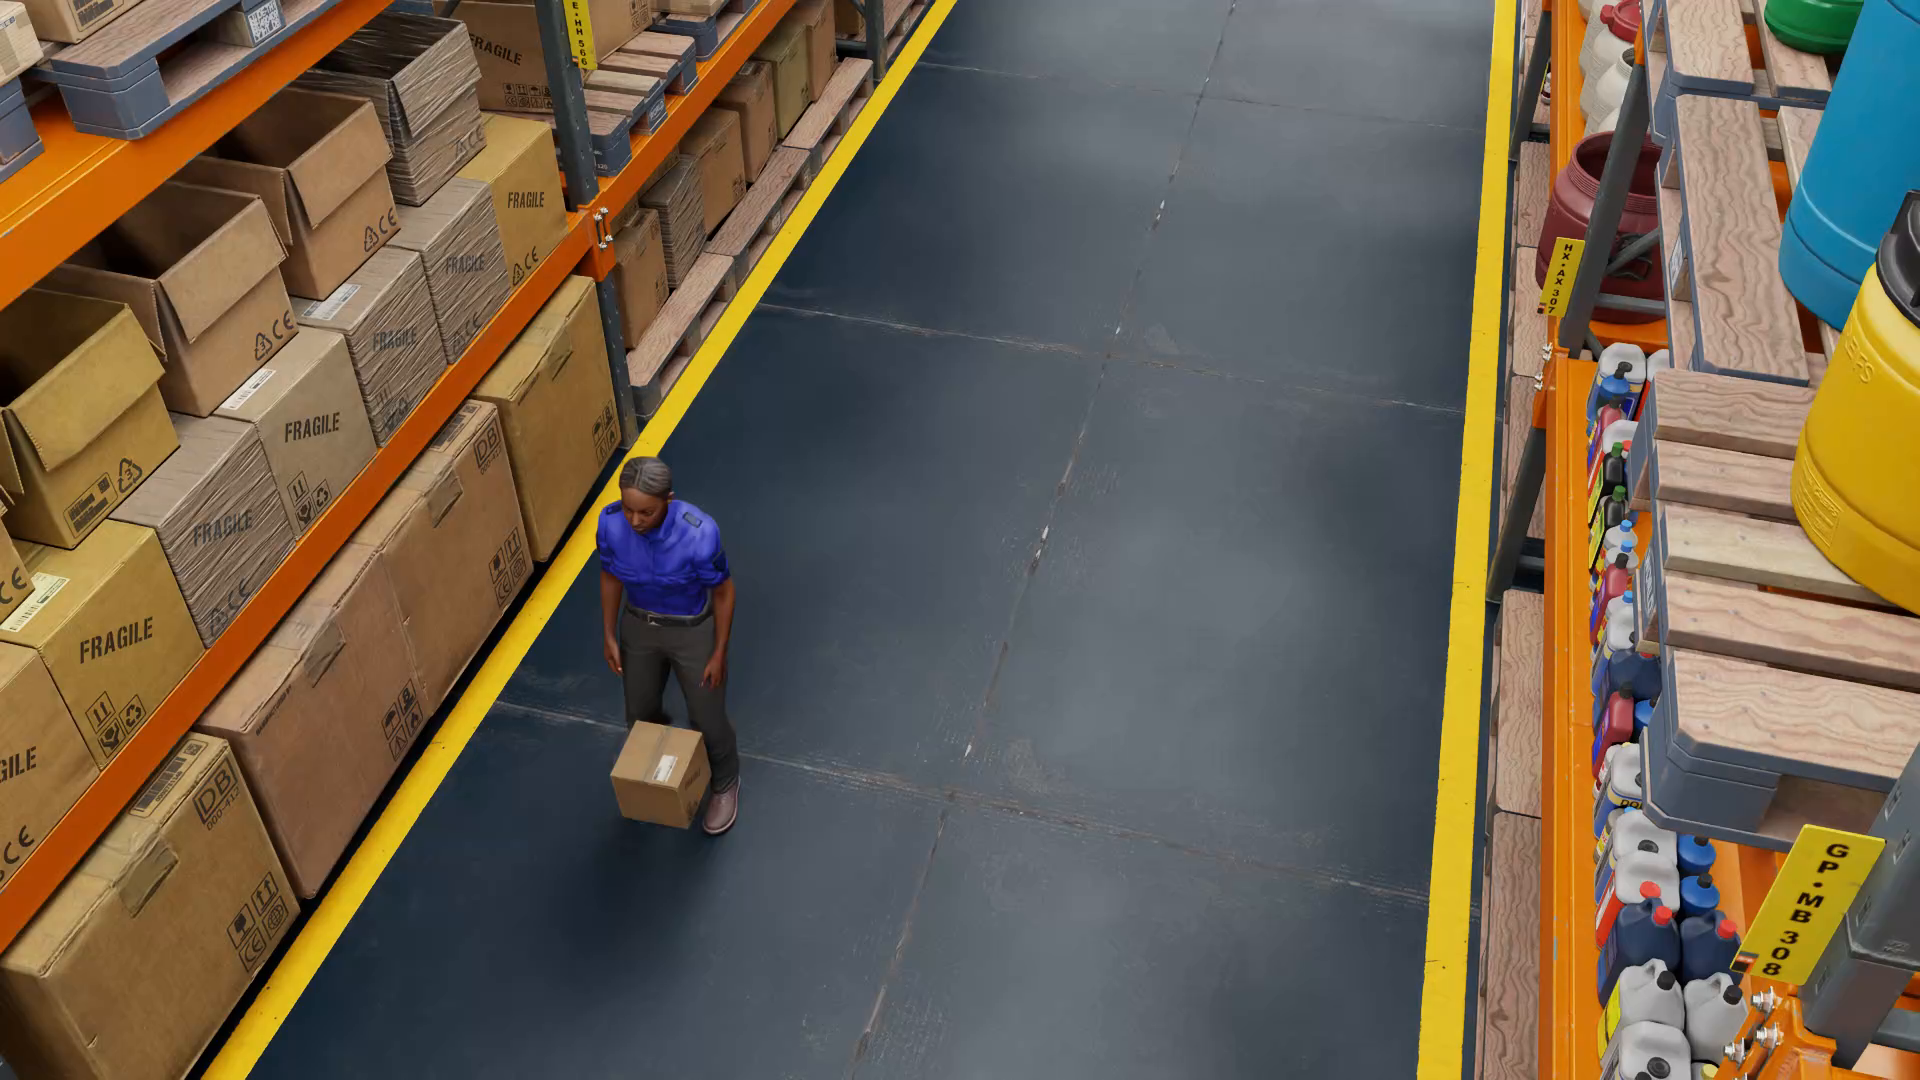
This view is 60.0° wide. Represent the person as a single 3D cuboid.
[{"bbox_3d":[-1.010,0.346,5.766,0.497,1.658,0.348,9,42,10],"label":"person"}]
